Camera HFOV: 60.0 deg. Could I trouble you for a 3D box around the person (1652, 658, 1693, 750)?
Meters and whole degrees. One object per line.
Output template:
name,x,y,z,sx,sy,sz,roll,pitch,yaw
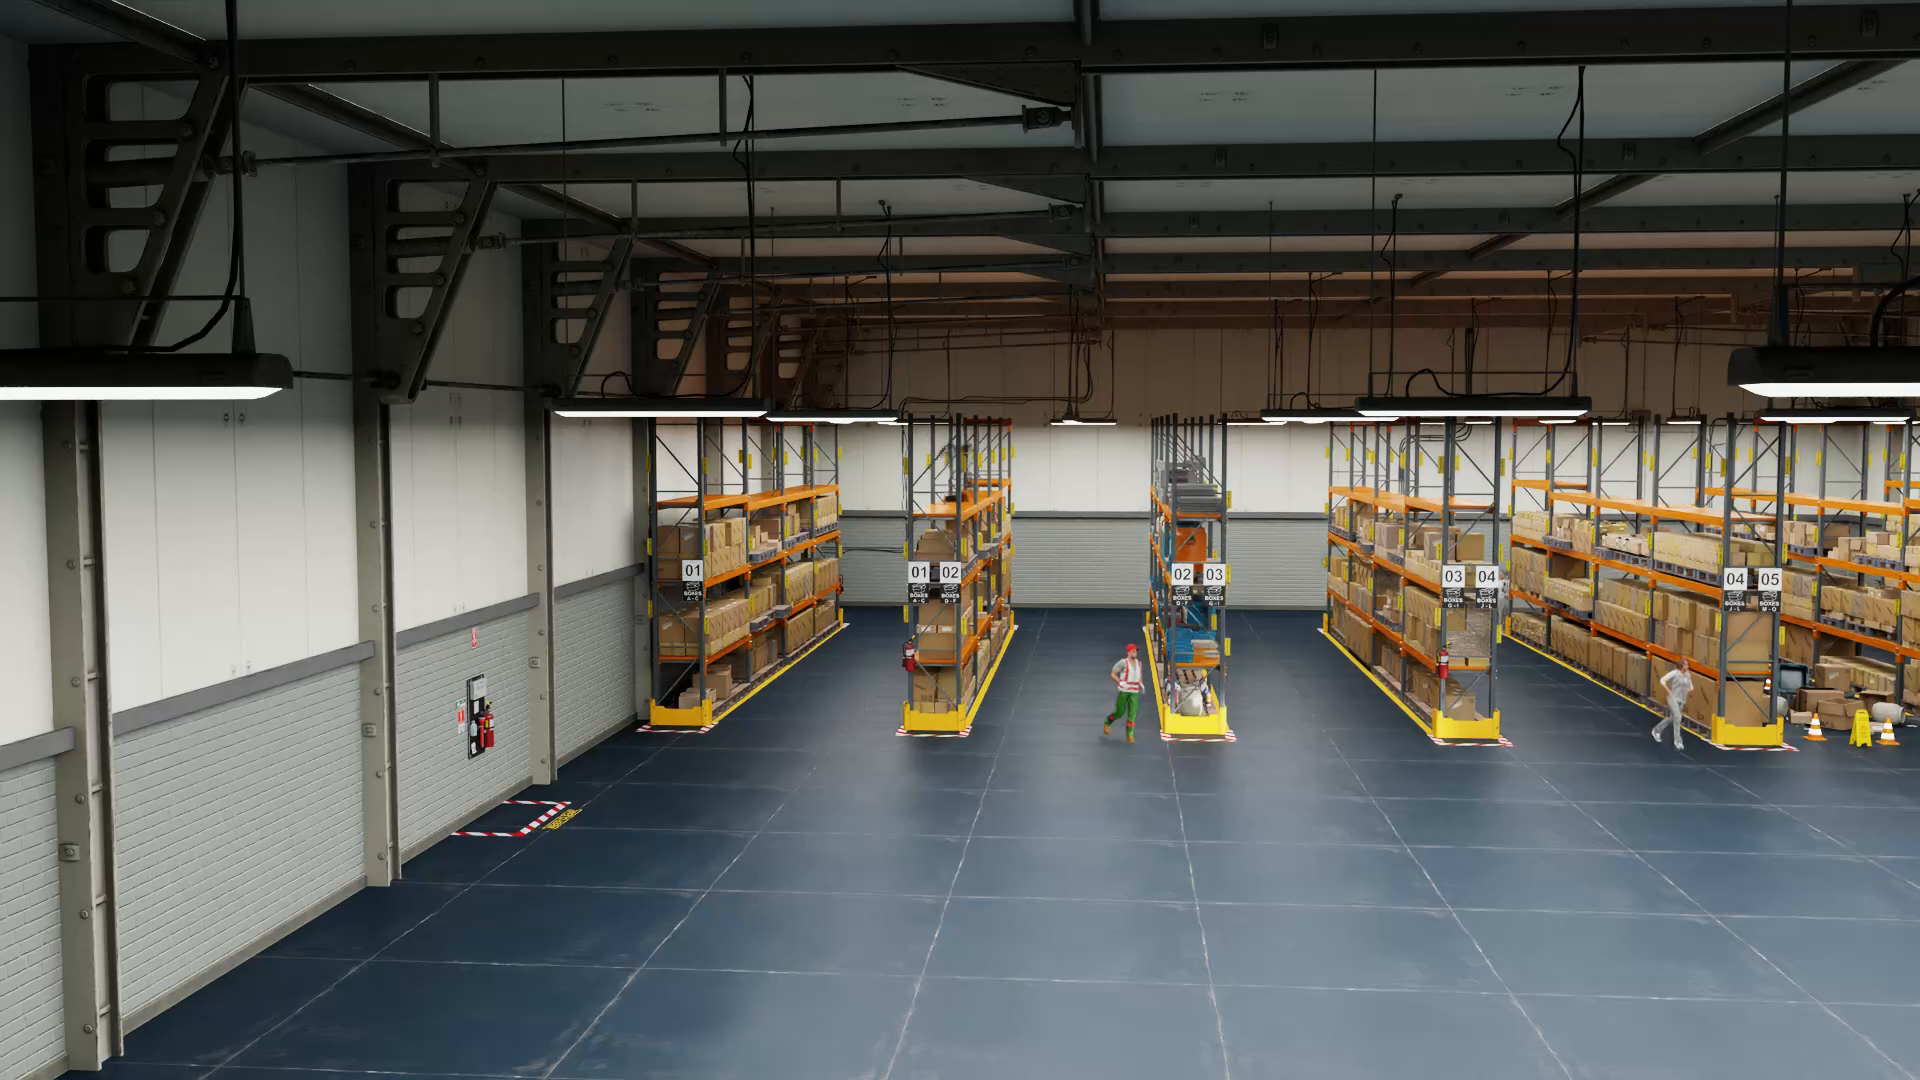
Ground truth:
person,12.911,2.925,29.964,0.546,1.611,0.802,-2,4,-24

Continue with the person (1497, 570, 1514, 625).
person,15.409,1.707,47.181,0.848,1.728,0.589,-2,4,-25

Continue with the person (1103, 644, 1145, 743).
person,3.114,2.784,30.507,0.708,1.744,0.956,-2,4,-25

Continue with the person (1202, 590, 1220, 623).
person,7.248,1.644,49.056,1.109,1.614,0.708,2,4,23
